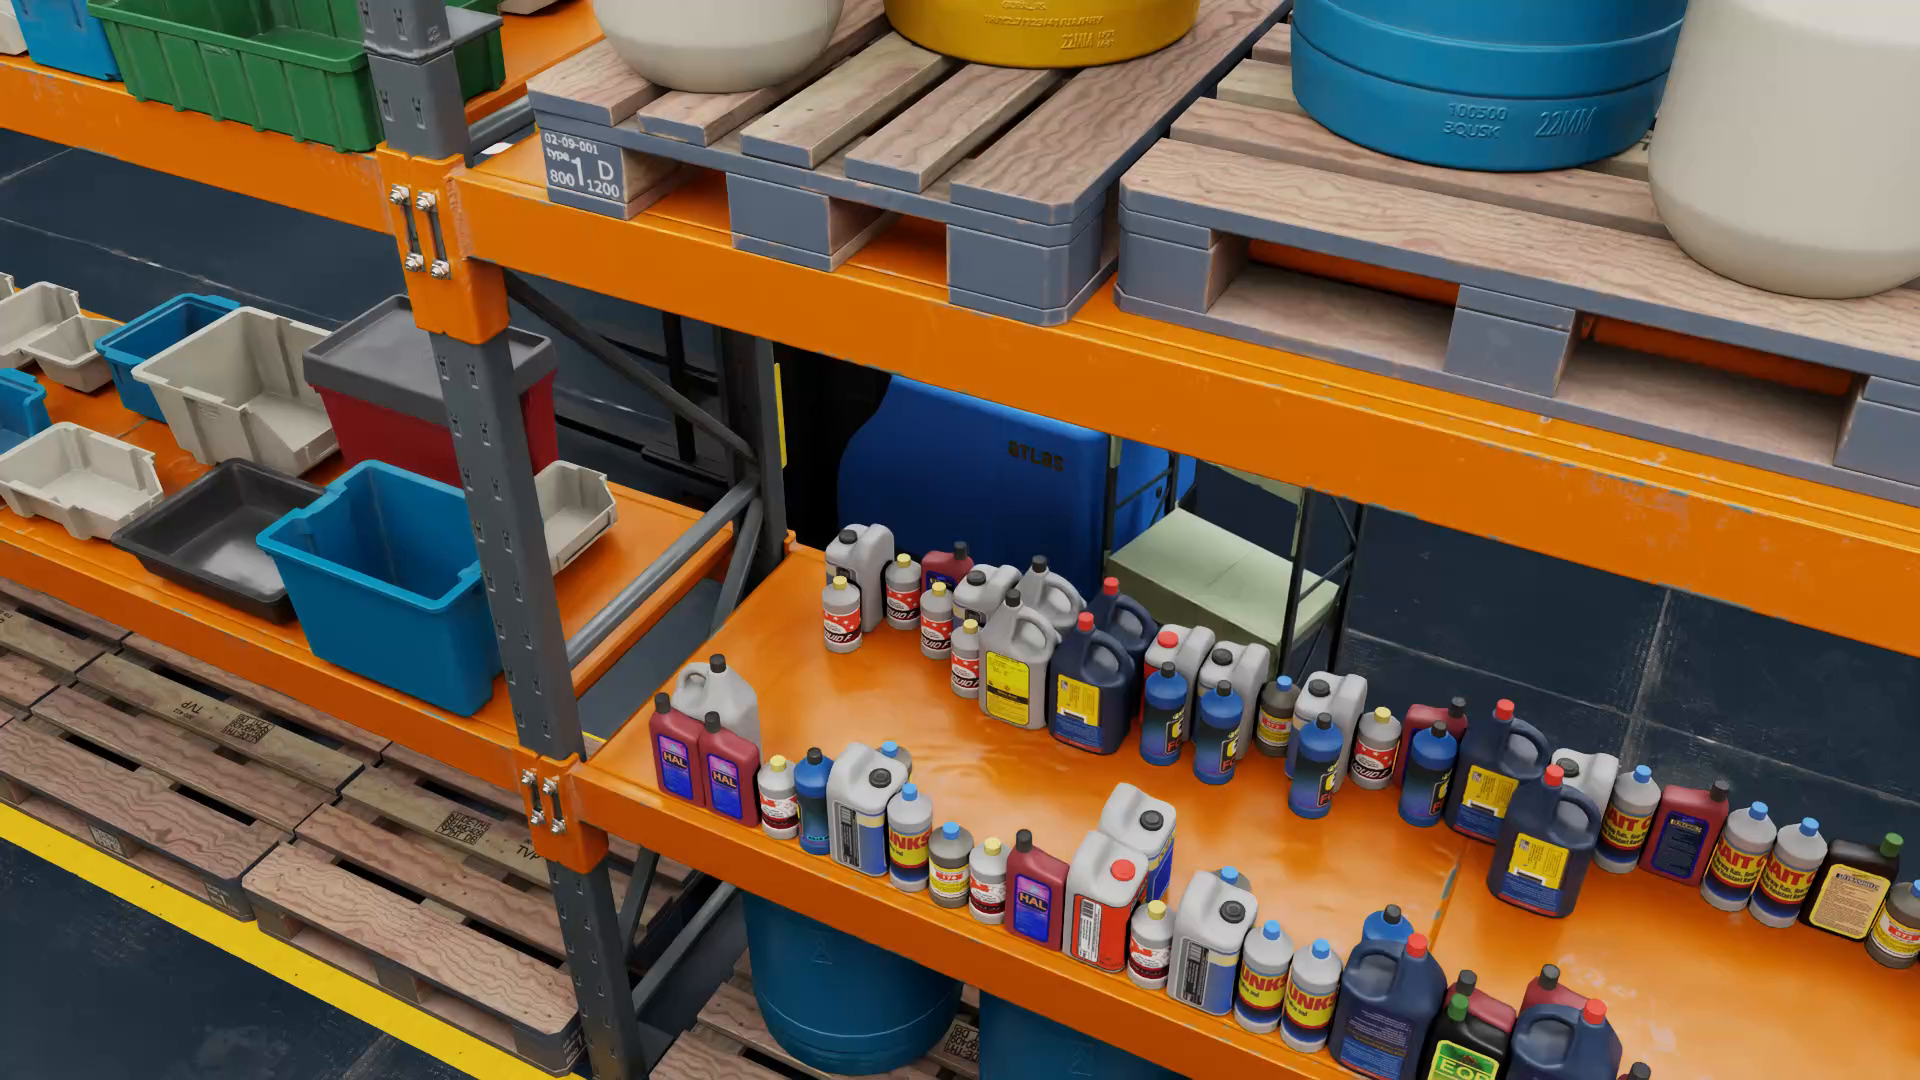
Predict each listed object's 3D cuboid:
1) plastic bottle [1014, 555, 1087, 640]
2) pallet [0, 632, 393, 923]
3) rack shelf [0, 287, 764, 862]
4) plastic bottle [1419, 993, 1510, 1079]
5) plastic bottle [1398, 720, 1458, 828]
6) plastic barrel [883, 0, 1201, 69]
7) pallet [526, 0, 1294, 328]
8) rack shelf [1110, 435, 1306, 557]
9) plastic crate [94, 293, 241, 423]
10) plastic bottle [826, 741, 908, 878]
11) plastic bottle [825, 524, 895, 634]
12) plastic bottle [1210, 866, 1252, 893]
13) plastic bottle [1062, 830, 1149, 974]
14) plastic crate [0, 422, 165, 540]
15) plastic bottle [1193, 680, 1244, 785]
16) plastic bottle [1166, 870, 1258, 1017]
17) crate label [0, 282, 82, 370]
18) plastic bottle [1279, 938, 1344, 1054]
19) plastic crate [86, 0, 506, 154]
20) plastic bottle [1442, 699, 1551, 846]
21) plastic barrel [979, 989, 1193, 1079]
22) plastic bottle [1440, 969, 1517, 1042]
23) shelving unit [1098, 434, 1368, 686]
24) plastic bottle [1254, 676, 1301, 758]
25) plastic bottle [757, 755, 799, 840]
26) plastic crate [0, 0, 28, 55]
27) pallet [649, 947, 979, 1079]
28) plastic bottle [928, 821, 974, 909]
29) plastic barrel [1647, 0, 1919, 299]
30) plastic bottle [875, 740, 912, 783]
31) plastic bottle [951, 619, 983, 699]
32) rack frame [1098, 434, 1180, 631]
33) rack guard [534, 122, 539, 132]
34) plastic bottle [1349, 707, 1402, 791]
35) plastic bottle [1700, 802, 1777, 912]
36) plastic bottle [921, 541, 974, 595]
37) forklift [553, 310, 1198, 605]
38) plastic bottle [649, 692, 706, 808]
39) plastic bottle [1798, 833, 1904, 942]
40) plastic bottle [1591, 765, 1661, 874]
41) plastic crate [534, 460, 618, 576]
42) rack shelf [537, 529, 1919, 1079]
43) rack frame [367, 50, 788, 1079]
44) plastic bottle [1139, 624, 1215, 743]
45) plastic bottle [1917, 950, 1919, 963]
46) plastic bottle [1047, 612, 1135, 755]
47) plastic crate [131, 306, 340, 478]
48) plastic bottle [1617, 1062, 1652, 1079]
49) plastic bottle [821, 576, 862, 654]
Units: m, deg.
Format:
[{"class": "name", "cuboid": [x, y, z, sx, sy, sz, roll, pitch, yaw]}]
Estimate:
[{"class": "plastic bottle", "cuboid": [0.210, 0.192, 4.057, 0.185, 0.351, 0.144, 17, 41, 21]}, {"class": "pallet", "cuboid": [-2.515, 0.681, 5.678, 1.213, 0.211, 1.003, 17, 41, 21]}, {"class": "rack shelf", "cuboid": [-2.533, -0.177, 5.097, 4.000, 0.370, 1.077, 17, 41, 21]}, {"class": "plastic bottle", "cuboid": [0.942, 0.961, 3.099, 0.133, 0.283, 0.061, 17, 41, 21]}, {"class": "plastic bottle", "cuboid": [1.046, 0.511, 3.703, 0.097, 0.271, 0.097, 0, 37, 0]}, {"class": "plastic barrel", "cuboid": [0.147, -1.200, 2.866, 0.600, 0.588, 0.600, 0, 37, 0]}, {"class": "pallet", "cuboid": [-0.016, -0.862, 3.079, 1.003, 0.211, 1.213, 17, 41, 21]}, {"class": "rack shelf", "cuboid": [0.898, -0.333, 5.302, 0.720, 0.370, 0.431, 29, 46, 32]}, {"class": "plastic crate", "cuboid": [-2.367, -0.544, 5.074, 0.300, 0.233, 0.416, 17, 41, 21]}, {"class": "plastic bottle", "cuboid": [-0.196, 0.577, 3.612, 0.135, 0.276, 0.152, 17, 41, 21]}, {"class": "plastic bottle", "cuboid": [-0.258, 0.078, 4.269, 0.135, 0.276, 0.152, 17, 41, 21]}, {"class": "plastic bottle", "cuboid": [0.548, 0.755, 3.439, 0.097, 0.201, 0.097, 0, 37, 0]}, {"class": "plastic bottle", "cuboid": [0.301, 0.733, 3.407, 0.135, 0.276, 0.152, 17, 41, 21]}, {"class": "plastic crate", "cuboid": [-2.441, -0.149, 4.634, 0.466, 0.136, 0.293, 17, 41, 21]}, {"class": "plastic bottle", "cuboid": [0.593, 0.431, 3.808, 0.097, 0.271, 0.097, 0, 37, 0]}, {"class": "plastic bottle", "cuboid": [0.507, 0.797, 3.322, 0.135, 0.276, 0.152, 17, 41, 21]}, {"class": "crate label", "cuboid": [-2.992, -0.656, 5.302, 0.243, 0.136, 0.396, 17, 41, 21]}, {"class": "plastic bottle", "cuboid": [0.684, 0.873, 3.226, 0.097, 0.271, 0.097, 0, 37, 0]}, {"class": "plastic crate", "cuboid": [-1.272, -0.973, 3.246, 0.662, 0.188, 0.450, 17, 41, 21]}, {"class": "plastic bottle", "cuboid": [1.188, 0.498, 3.653, 0.185, 0.351, 0.144, 17, 41, 21]}, {"class": "plastic barrel", "cuboid": [0.347, 1.118, 4.184, 0.708, 0.901, 0.600, 17, 41, 21]}, {"class": "plastic bottle", "cuboid": [0.970, 0.929, 3.142, 0.133, 0.283, 0.061, 17, 41, 21]}, {"class": "shelving unit", "cuboid": [0.898, -0.022, 5.538, 0.755, 1.500, 0.431, 29, 46, 32]}, {"class": "plastic bottle", "cuboid": [0.749, 0.404, 3.901, 0.097, 0.201, 0.097, 0, 37, 0]}, {"class": "plastic bottle", "cuboid": [-0.398, 0.562, 3.693, 0.097, 0.201, 0.097, 0, 37, 0]}, {"class": "plastic crate", "cuboid": [-2.061, -1.147, 3.517, 0.466, 0.136, 0.293, 17, 41, 21]}, {"class": "pallet", "cuboid": [-0.091, 1.440, 4.678, 1.213, 0.211, 1.003, 17, 41, 21]}, {"class": "plastic bottle", "cuboid": [-0.019, 0.681, 3.537, 0.097, 0.201, 0.097, 0, 37, 0]}, {"class": "plastic barrel", "cuboid": [1.152, -0.624, 2.150, 0.433, 0.535, 0.433, 0, 37, 0]}, {"class": "plastic bottle", "cuboid": [-0.155, 0.534, 3.729, 0.097, 0.201, 0.097, 0, 37, 0]}, {"class": "plastic bottle", "cuboid": [0.026, 0.281, 4.063, 0.097, 0.201, 0.097, 0, 37, 0]}, {"class": "rack frame", "cuboid": [0.627, -0.171, 5.734, 0.023, 1.500, 0.400, 29, 46, 32]}, {"class": "rack guard", "cuboid": [-2.052, -2.690, 9.880, 0.348, 0.500, 1.175, 17, 41, 21]}, {"class": "plastic bottle", "cuboid": [0.955, 0.469, 3.816, 0.097, 0.201, 0.097, 0, 37, 0]}, {"class": "plastic bottle", "cuboid": [1.649, 0.658, 3.508, 0.097, 0.271, 0.097, 0, 37, 0]}, {"class": "plastic bottle", "cuboid": [-0.032, 0.115, 4.214, 0.133, 0.283, 0.061, 17, 41, 21]}, {"class": "forklift", "cuboid": [-0.597, -1.375, 6.137, 3.031, 2.935, 1.130, 19, 41, 24]}, {"class": "plastic bottle", "cuboid": [-0.627, 0.470, 3.746, 0.133, 0.283, 0.061, 17, 41, 21]}, {"class": "plastic bottle", "cuboid": [1.846, 0.703, 3.440, 0.133, 0.283, 0.061, 17, 41, 21]}, {"class": "plastic bottle", "cuboid": [1.444, 0.594, 3.593, 0.097, 0.271, 0.097, 0, 37, 0]}, {"class": "plastic crate", "cuboid": [-1.104, -0.033, 4.480, 0.243, 0.136, 0.396, 17, 41, 21]}, {"class": "rack shelf", "cuboid": [1.019, 0.935, 3.632, 4.000, 0.370, 1.077, 17, 41, 21]}, {"class": "rack frame", "cuboid": [-0.757, 0.092, 4.147, 0.127, 3.000, 1.000, 17, 41, 21]}, {"class": "plastic bottle", "cuboid": [0.514, 0.320, 3.950, 0.135, 0.276, 0.152, 17, 41, 21]}, {"class": "plastic bottle", "cuboid": [2.051, 0.767, 3.355, 0.133, 0.283, 0.061, 17, 41, 21]}, {"class": "plastic bottle", "cuboid": [0.308, 0.321, 3.887, 0.185, 0.351, 0.144, 17, 41, 21]}, {"class": "plastic crate", "cuboid": [-2.028, -0.408, 4.855, 0.530, 0.282, 0.437, 17, 41, 21]}, {"class": "plastic bottle", "cuboid": [1.225, 1.050, 2.982, 0.133, 0.283, 0.061, 17, 41, 21]}, {"class": "plastic bottle", "cuboid": [-0.299, 0.180, 4.197, 0.097, 0.201, 0.097, 0, 37, 0]}]
